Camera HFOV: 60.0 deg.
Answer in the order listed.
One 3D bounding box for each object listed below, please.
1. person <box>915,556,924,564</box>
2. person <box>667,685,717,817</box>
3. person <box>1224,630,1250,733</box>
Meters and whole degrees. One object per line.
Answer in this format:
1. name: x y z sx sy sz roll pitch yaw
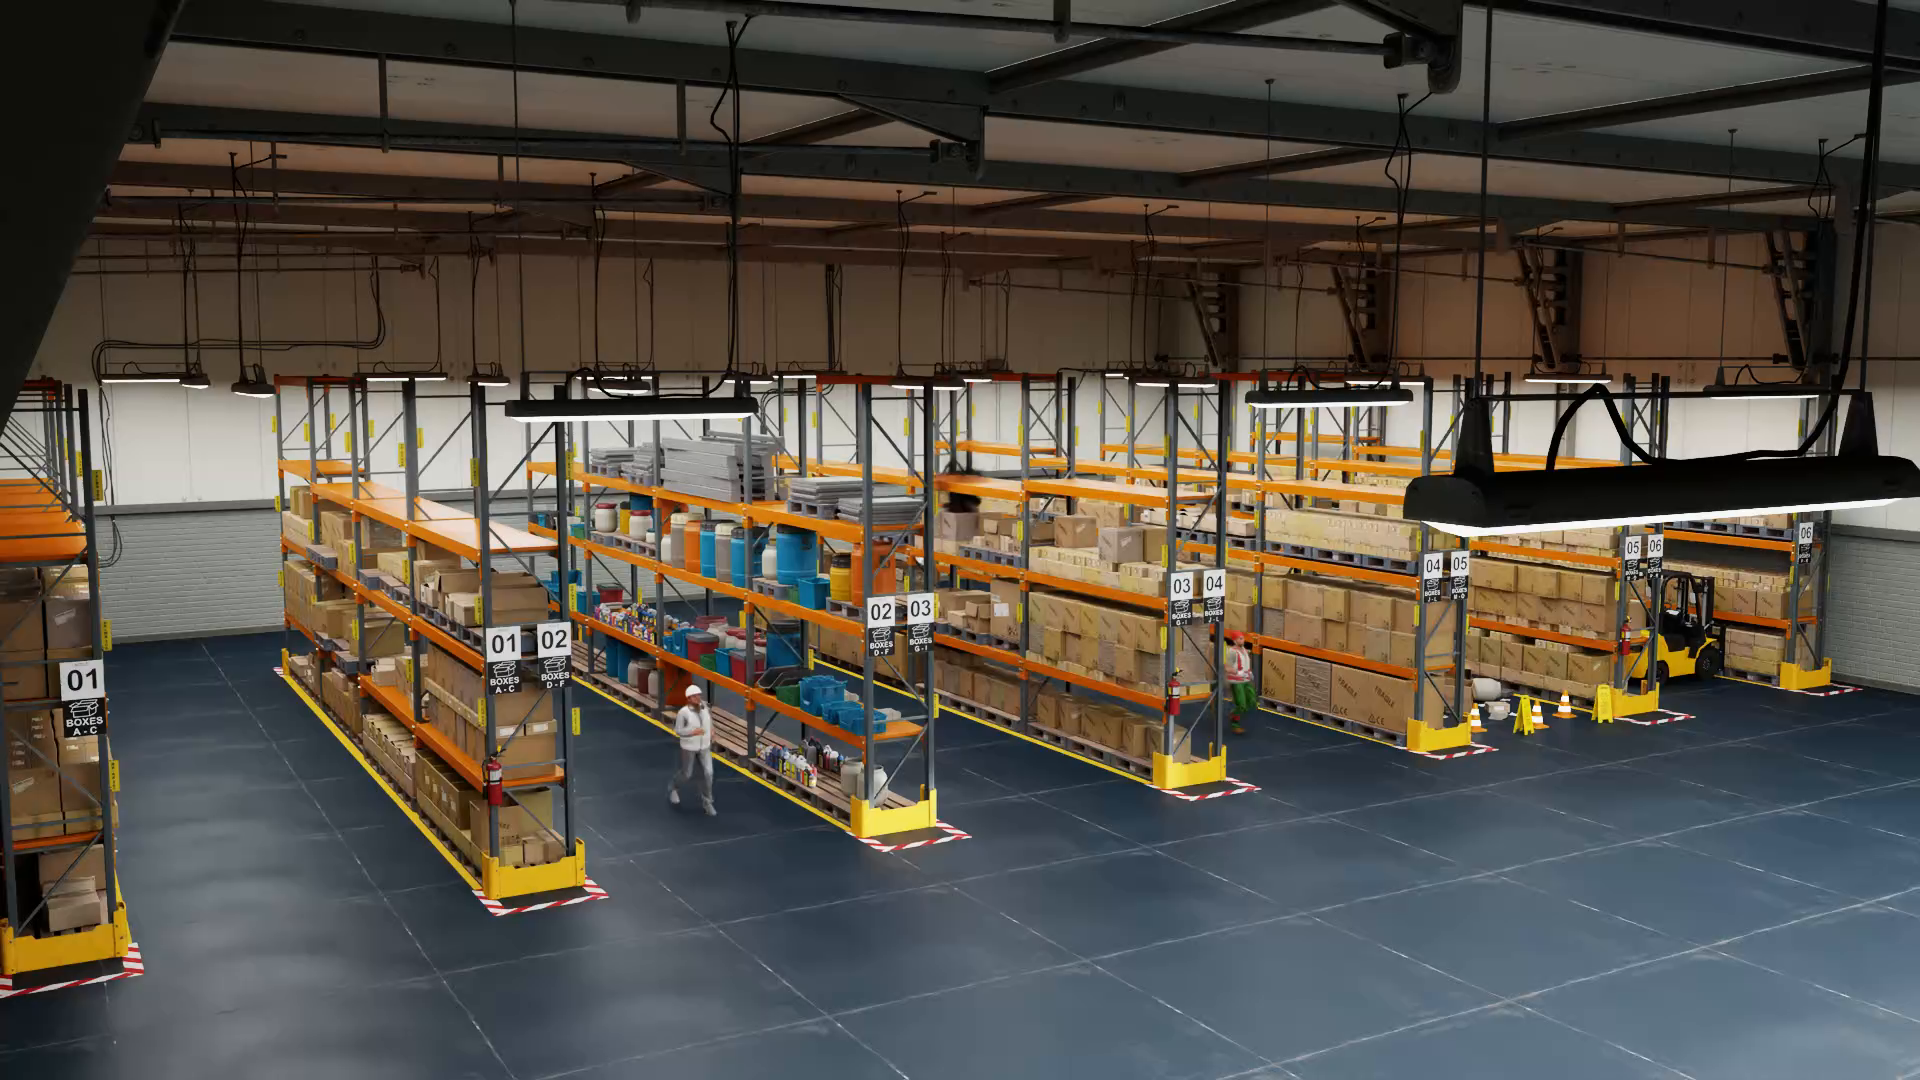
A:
1. person: -1.064 0.906 41.518 0.692 1.813 0.664 5 8 36
2. person: -3.730 2.907 23.261 0.665 1.808 0.945 -5 8 -37
3. person: 4.688 2.387 28.108 0.648 1.740 0.424 -6 9 -44
